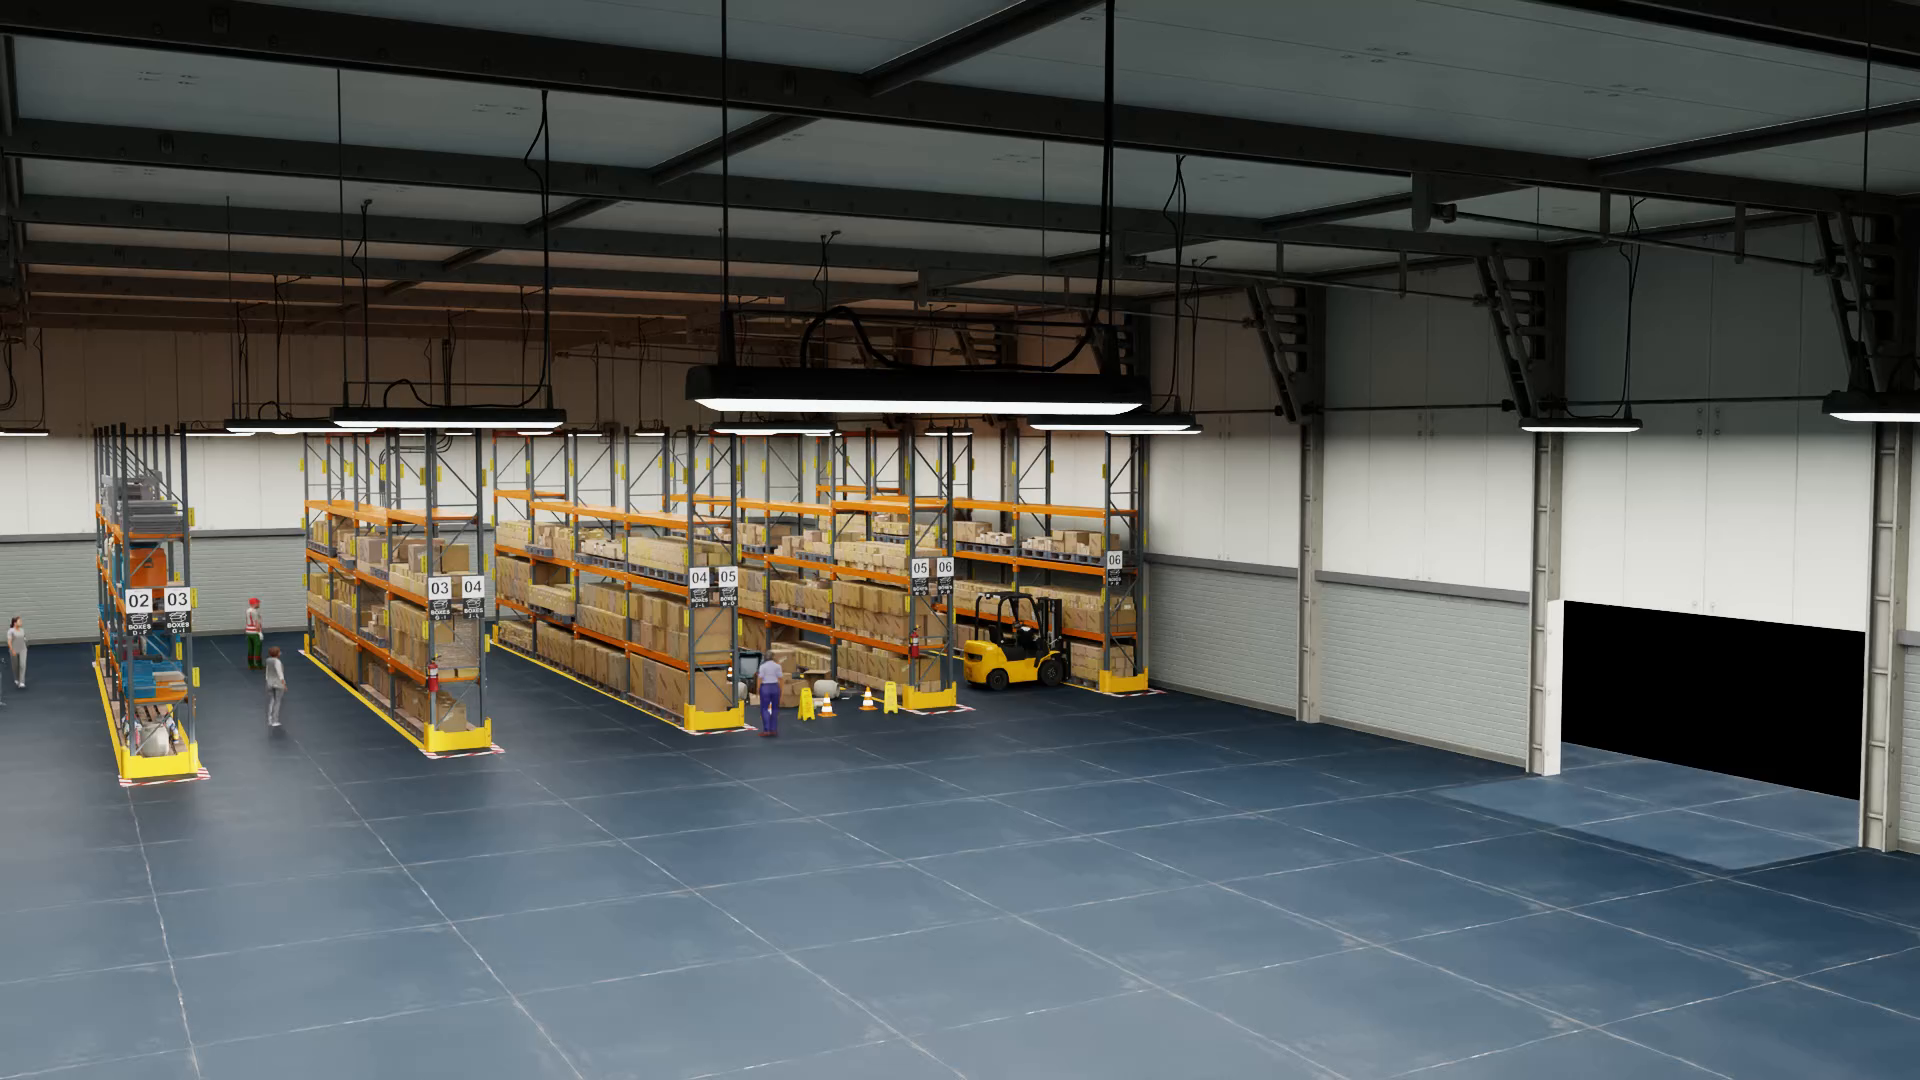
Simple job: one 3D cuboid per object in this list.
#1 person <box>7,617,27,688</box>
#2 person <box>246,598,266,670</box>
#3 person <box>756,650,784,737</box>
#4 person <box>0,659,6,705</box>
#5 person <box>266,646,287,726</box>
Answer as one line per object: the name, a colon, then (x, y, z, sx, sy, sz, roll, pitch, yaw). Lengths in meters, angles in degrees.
person: (-21.761, 2.584, 38.397, 0.395, 1.627, 1.015, -2, 4, -25)
person: (-17.450, 2.321, 41.234, 0.611, 1.792, 0.403, 3, 5, 41)
person: (-3.671, 2.963, 32.113, 0.531, 1.648, 0.378, -1, 4, -18)
person: (-20.814, 2.686, 35.750, 0.490, 1.819, 0.594, 1, 4, 10)
person: (-13.631, 2.911, 33.144, 0.446, 1.586, 0.420, 0, 3, 8)
